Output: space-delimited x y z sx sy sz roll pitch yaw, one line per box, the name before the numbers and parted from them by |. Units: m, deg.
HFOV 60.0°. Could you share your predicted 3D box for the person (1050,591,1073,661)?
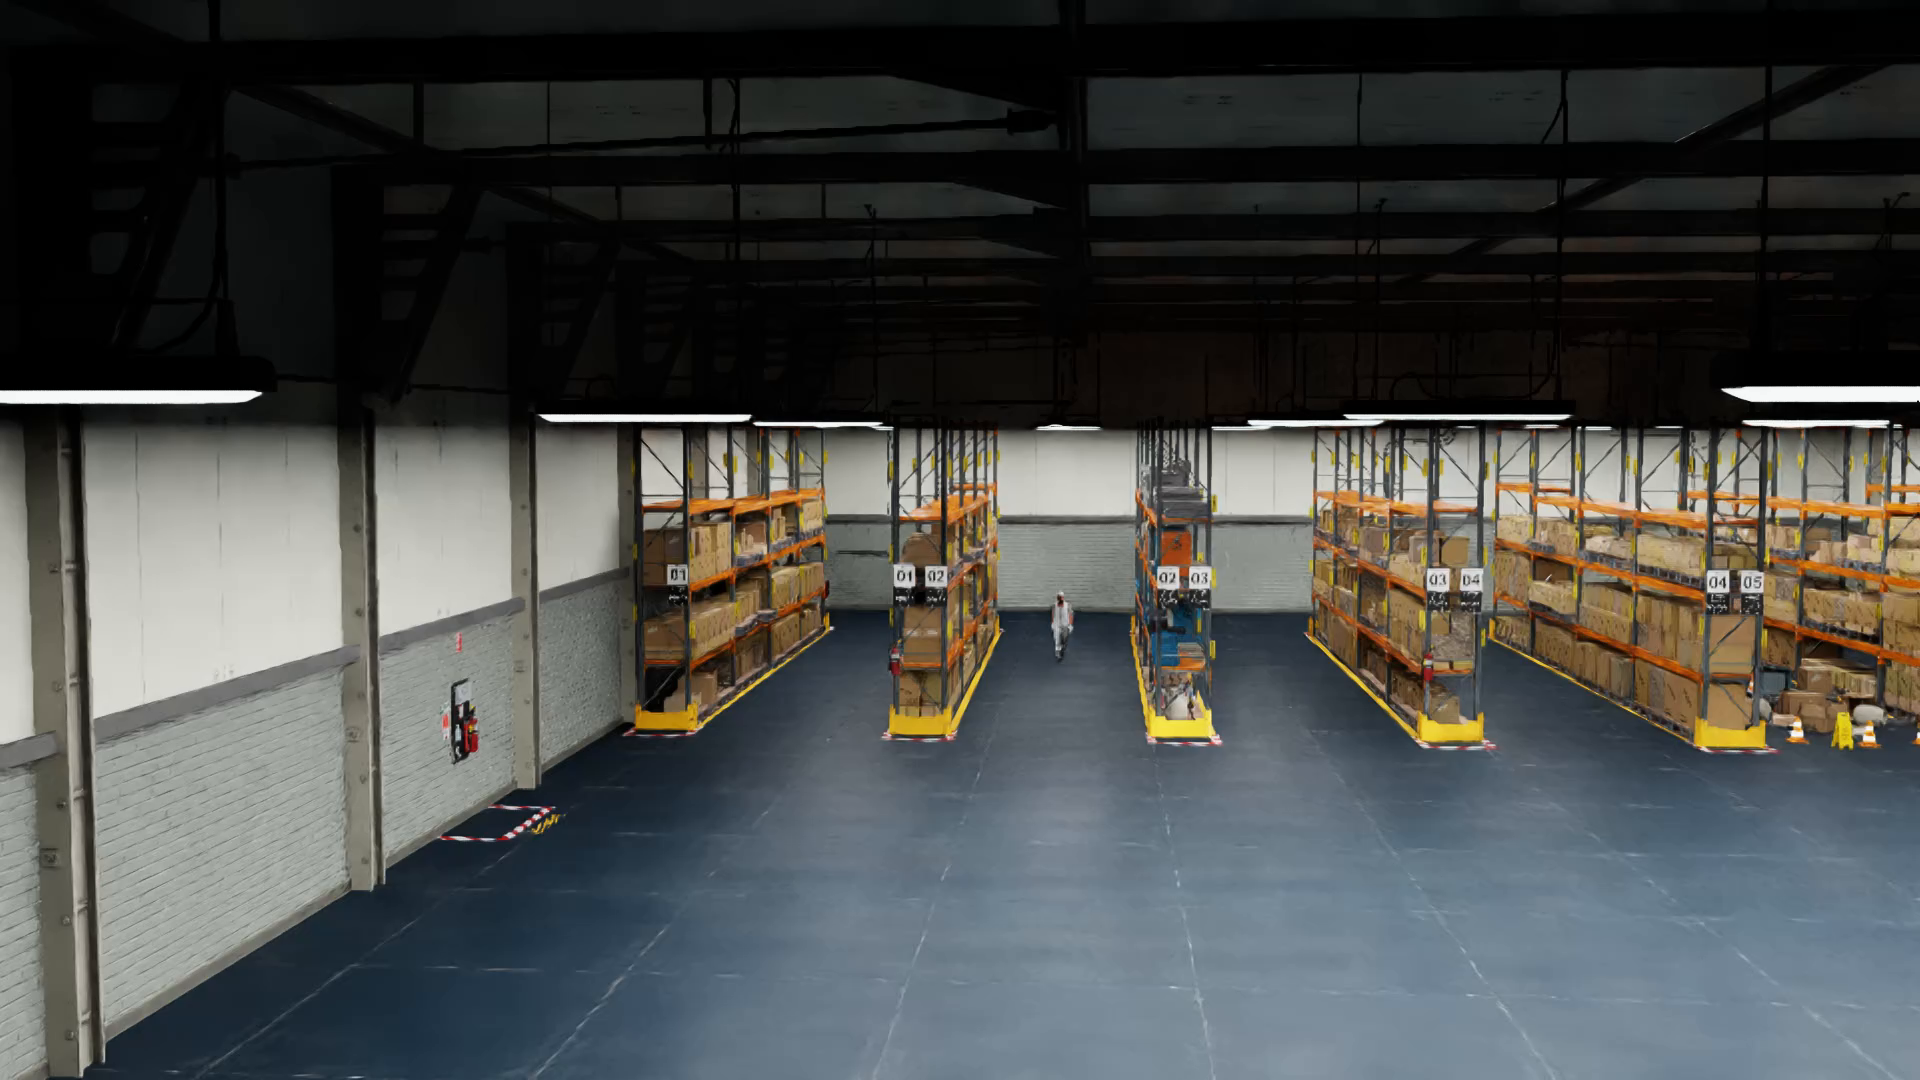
person | 2.549 2.133 41.709 0.567 1.734 1.029 0 4 4
